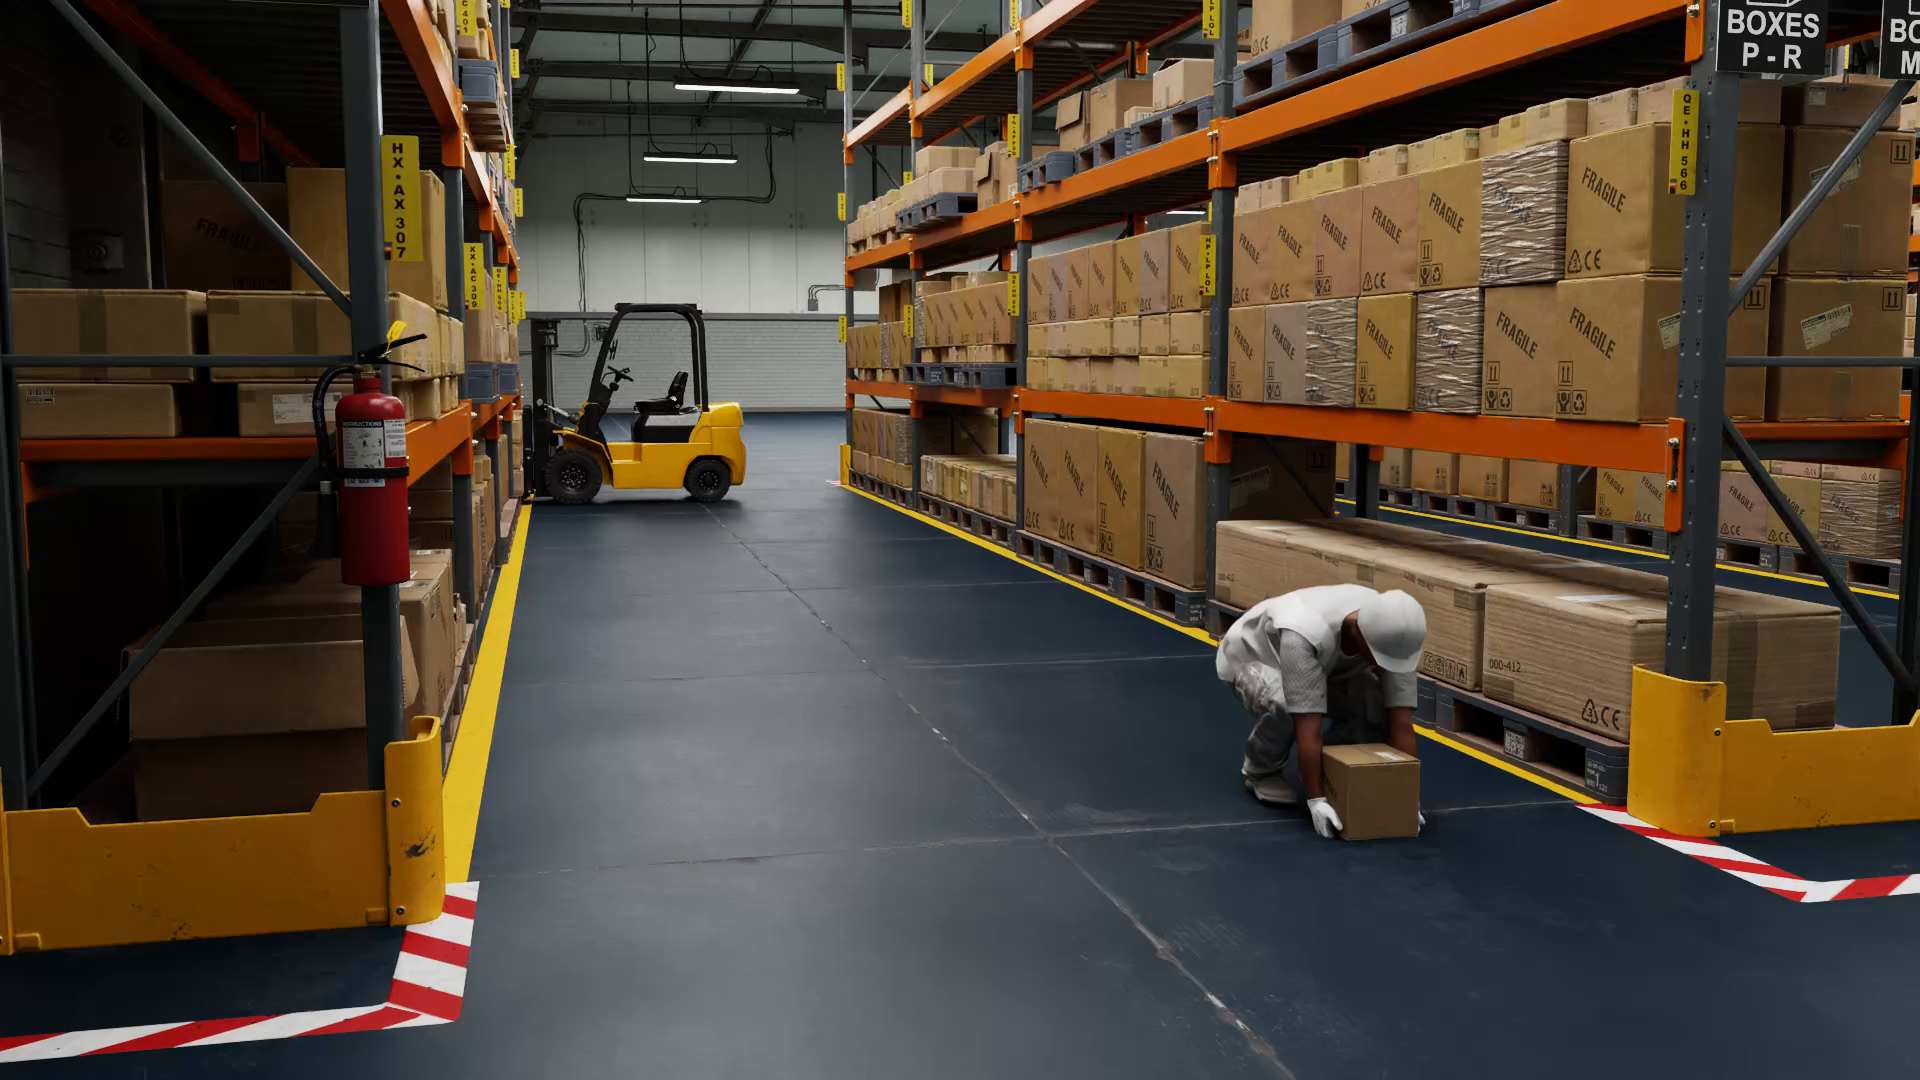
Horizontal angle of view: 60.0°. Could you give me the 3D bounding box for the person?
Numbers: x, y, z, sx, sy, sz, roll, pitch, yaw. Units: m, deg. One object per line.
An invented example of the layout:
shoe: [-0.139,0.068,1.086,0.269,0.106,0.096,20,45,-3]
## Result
person: [1.253,0.558,5.669,0.561,0.876,0.947,-2,6,-17]
